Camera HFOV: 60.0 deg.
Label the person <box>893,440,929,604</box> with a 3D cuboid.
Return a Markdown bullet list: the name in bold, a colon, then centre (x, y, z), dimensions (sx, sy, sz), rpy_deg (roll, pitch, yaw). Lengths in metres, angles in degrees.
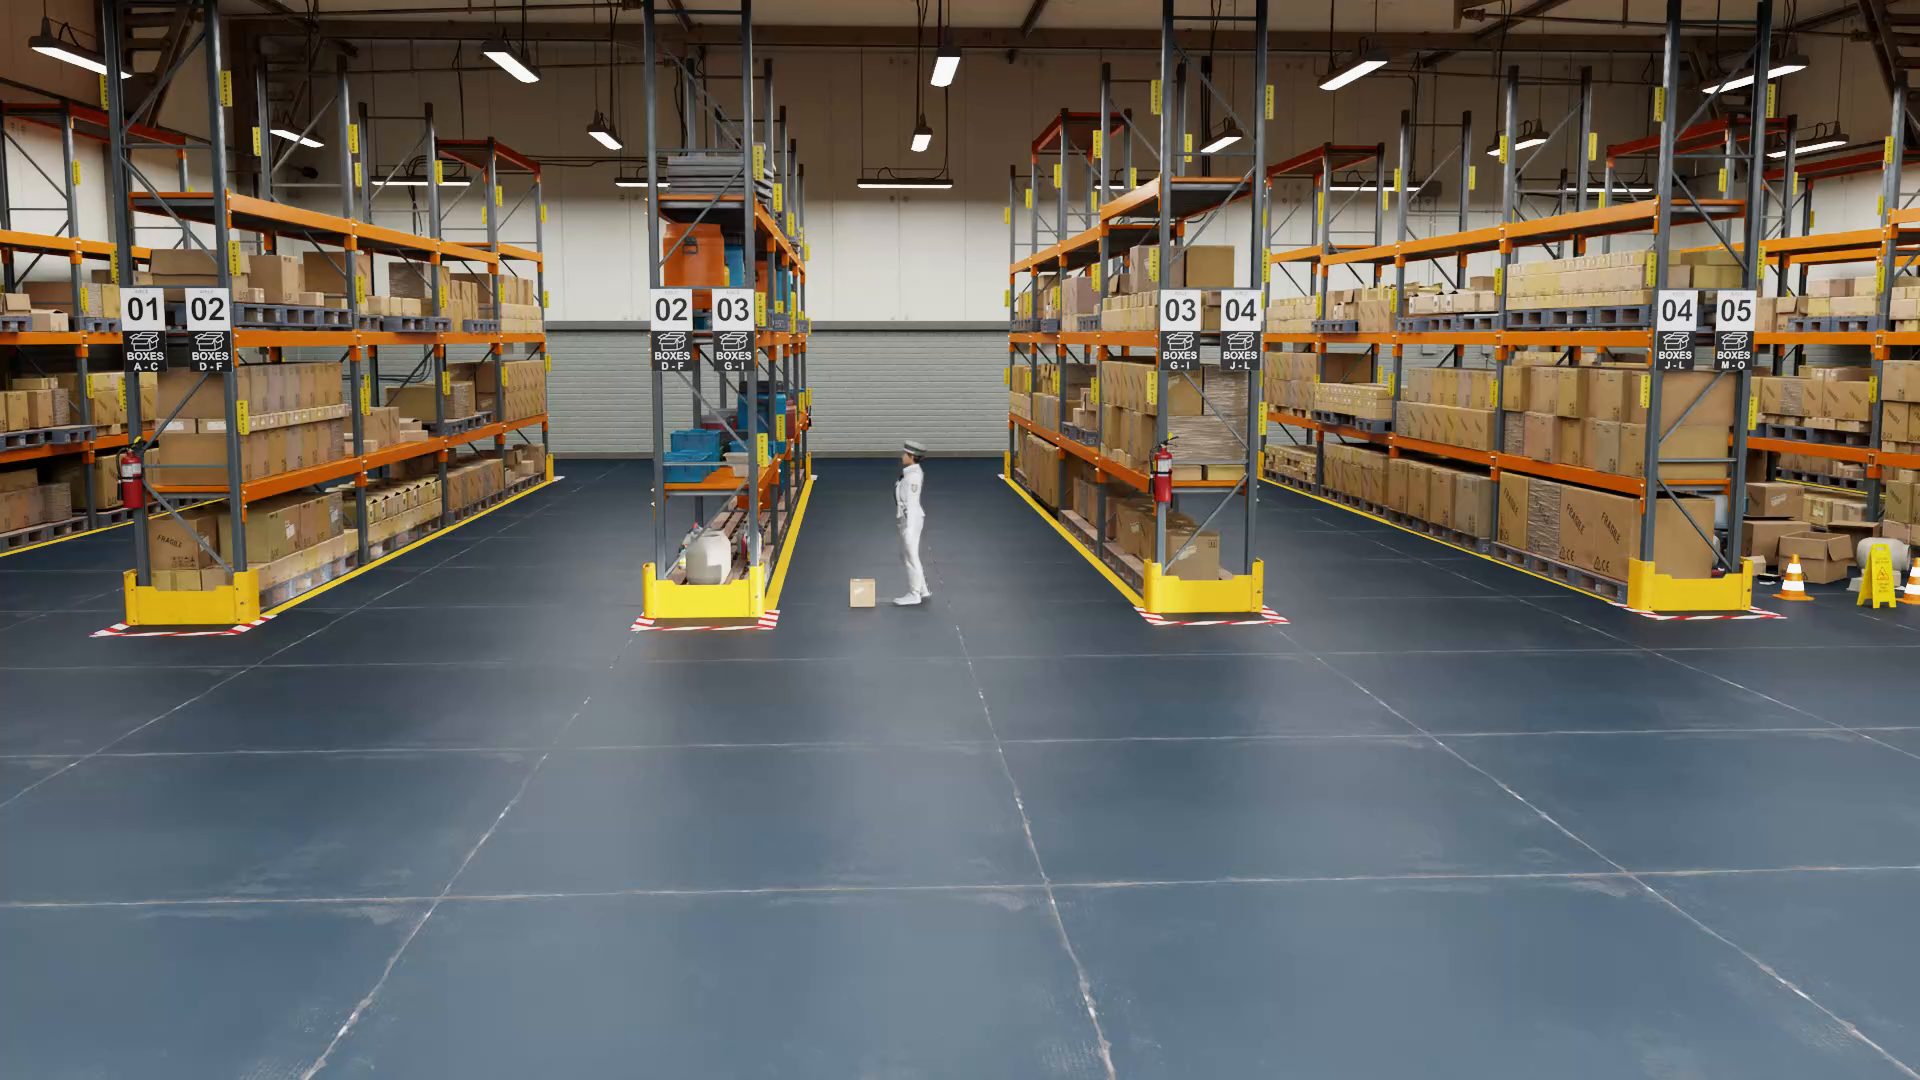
- **person**: centre (-0.505, -0.182, 17.056), dimensions (0.375, 1.695, 0.518), rpy_deg (0, 7, -4)
